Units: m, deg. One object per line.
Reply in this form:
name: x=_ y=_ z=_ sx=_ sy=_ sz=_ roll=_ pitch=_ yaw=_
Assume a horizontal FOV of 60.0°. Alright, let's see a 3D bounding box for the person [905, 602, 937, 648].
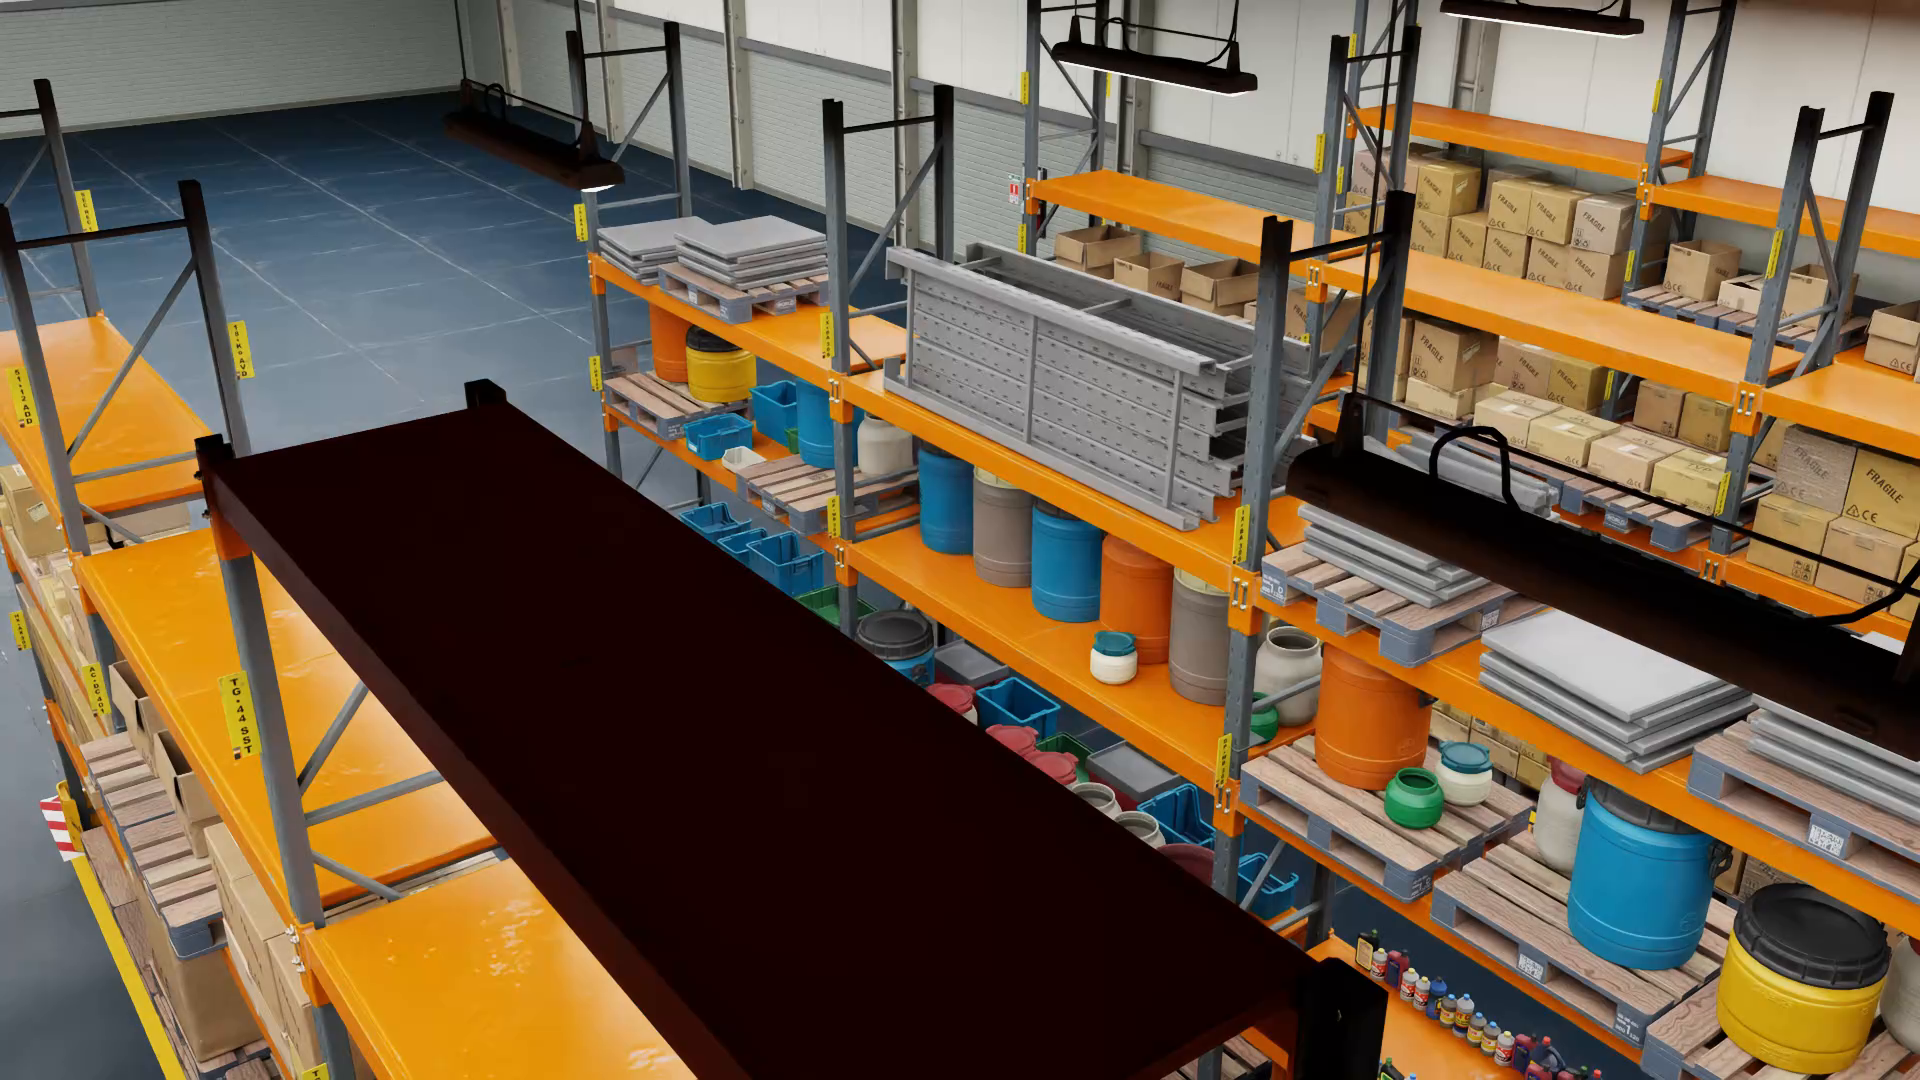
person: x=-0.307 y=0.624 z=15.635 sx=0.909 sy=1.631 sz=0.513 roll=18 pitch=30 yaw=34
